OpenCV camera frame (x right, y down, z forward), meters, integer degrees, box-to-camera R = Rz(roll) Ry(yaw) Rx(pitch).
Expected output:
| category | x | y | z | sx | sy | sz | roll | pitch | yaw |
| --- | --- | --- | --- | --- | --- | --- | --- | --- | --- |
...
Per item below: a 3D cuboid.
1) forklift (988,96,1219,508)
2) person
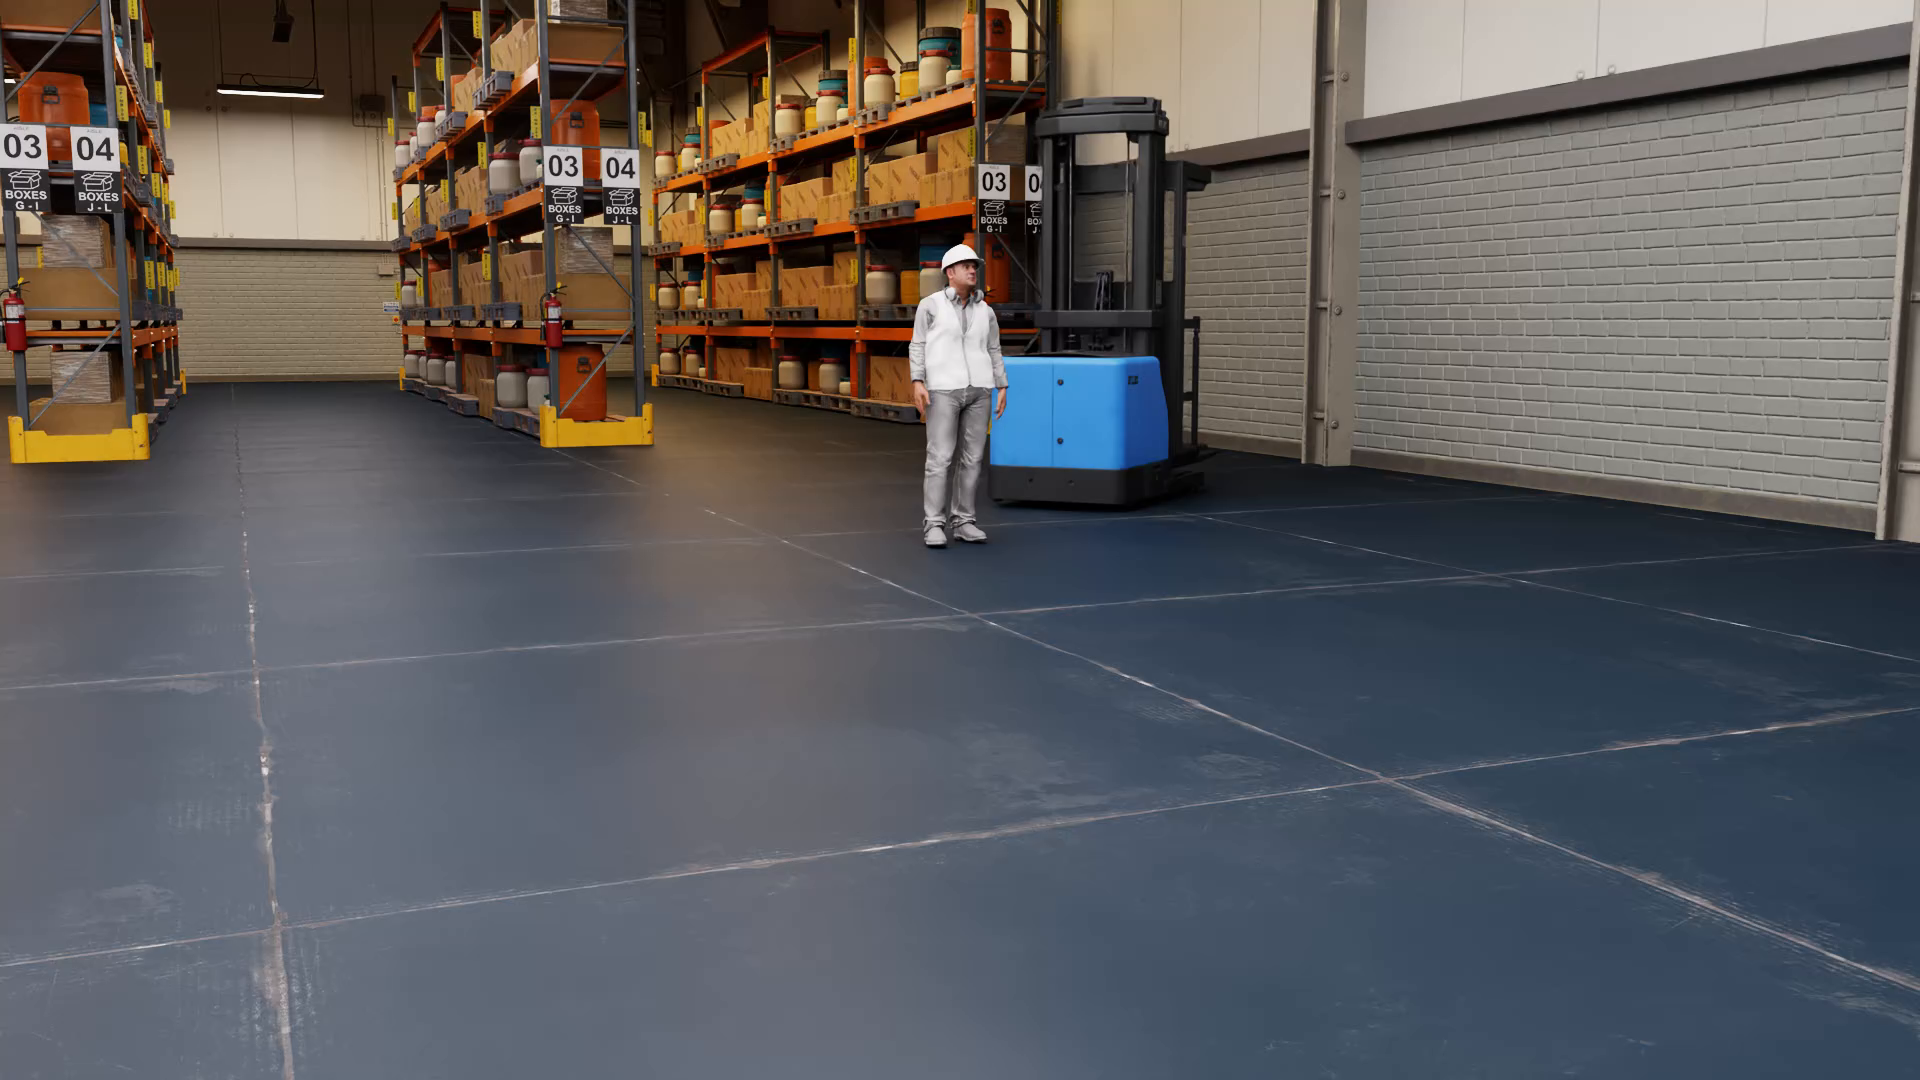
| category | x | y | z | sx | sy | sz | roll | pitch | yaw |
| --- | --- | --- | --- | --- | --- | --- | --- | --- | --- |
| forklift | 1.273 | -1.830 | 12.823 | 1.130 | 2.935 | 3.031 | 3 | 8 | 24 |
| person | 0.019 | -0.879 | 9.977 | 0.634 | 1.775 | 0.566 | -3 | 8 | -23 |
